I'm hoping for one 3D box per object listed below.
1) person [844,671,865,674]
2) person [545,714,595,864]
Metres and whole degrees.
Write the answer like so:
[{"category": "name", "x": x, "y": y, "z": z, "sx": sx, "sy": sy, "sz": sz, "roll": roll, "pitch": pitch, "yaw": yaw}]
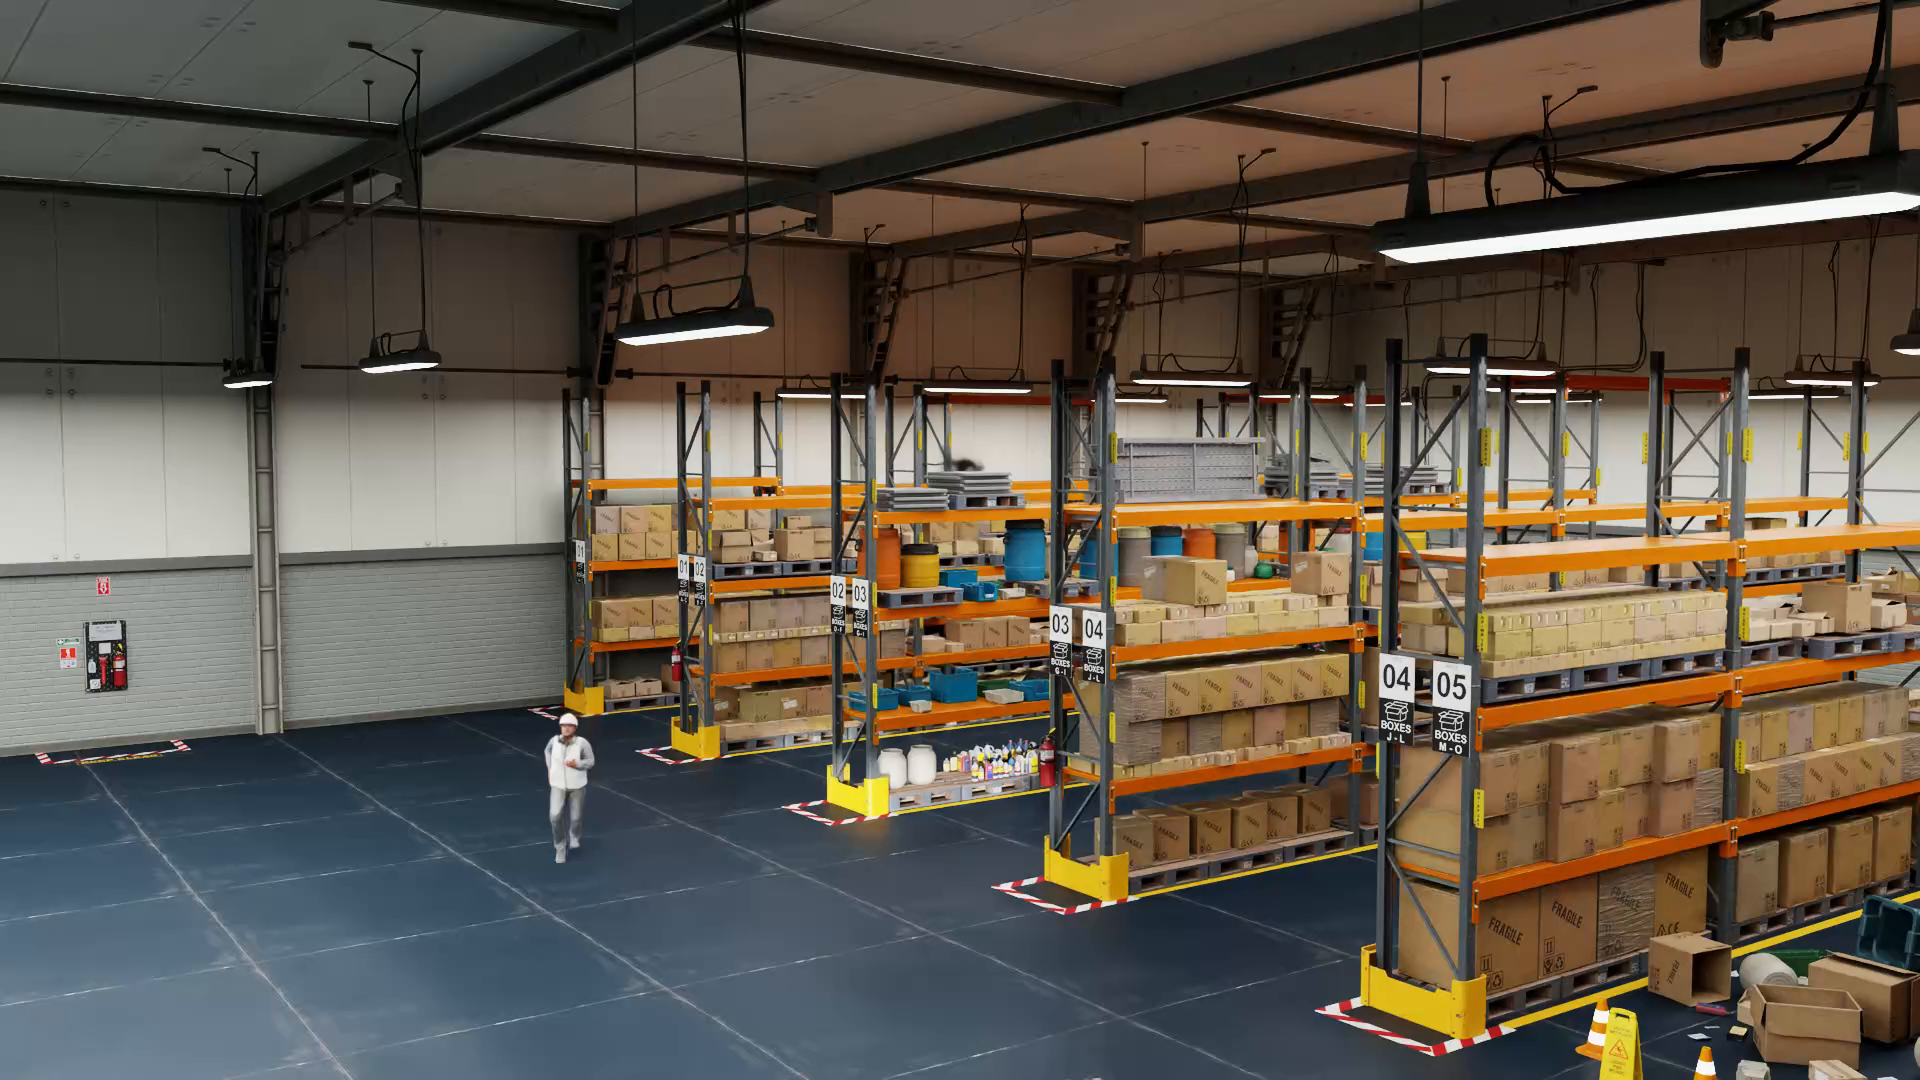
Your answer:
[{"category": "person", "x": -1.906, "y": 2.264, "z": 31.063, "sx": 0.715, "sy": 1.735, "sz": 0.826, "roll": 4, "pitch": 5, "yaw": 44}, {"category": "person", "x": -4.741, "y": 3.005, "z": 20.222, "sx": 0.633, "sy": 1.832, "sz": 0.814, "roll": 0, "pitch": 4, "yaw": -6}]
